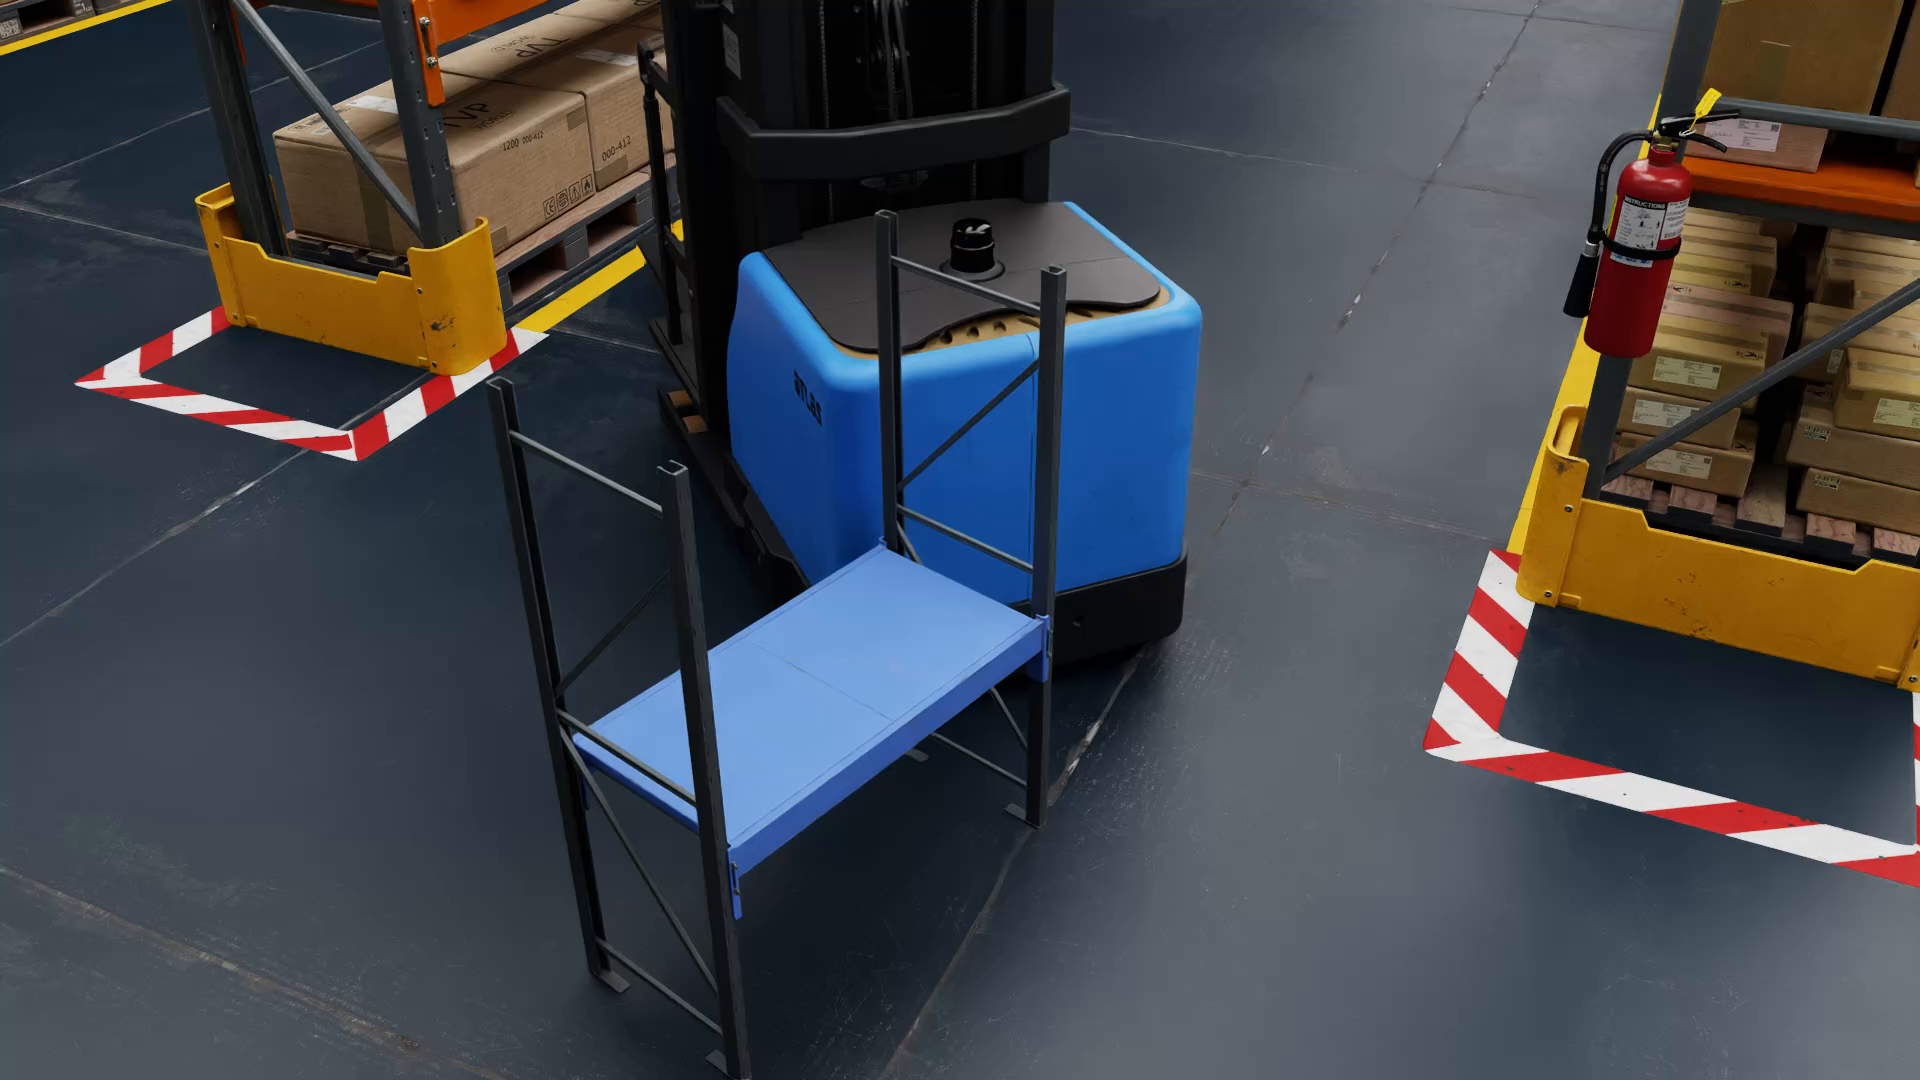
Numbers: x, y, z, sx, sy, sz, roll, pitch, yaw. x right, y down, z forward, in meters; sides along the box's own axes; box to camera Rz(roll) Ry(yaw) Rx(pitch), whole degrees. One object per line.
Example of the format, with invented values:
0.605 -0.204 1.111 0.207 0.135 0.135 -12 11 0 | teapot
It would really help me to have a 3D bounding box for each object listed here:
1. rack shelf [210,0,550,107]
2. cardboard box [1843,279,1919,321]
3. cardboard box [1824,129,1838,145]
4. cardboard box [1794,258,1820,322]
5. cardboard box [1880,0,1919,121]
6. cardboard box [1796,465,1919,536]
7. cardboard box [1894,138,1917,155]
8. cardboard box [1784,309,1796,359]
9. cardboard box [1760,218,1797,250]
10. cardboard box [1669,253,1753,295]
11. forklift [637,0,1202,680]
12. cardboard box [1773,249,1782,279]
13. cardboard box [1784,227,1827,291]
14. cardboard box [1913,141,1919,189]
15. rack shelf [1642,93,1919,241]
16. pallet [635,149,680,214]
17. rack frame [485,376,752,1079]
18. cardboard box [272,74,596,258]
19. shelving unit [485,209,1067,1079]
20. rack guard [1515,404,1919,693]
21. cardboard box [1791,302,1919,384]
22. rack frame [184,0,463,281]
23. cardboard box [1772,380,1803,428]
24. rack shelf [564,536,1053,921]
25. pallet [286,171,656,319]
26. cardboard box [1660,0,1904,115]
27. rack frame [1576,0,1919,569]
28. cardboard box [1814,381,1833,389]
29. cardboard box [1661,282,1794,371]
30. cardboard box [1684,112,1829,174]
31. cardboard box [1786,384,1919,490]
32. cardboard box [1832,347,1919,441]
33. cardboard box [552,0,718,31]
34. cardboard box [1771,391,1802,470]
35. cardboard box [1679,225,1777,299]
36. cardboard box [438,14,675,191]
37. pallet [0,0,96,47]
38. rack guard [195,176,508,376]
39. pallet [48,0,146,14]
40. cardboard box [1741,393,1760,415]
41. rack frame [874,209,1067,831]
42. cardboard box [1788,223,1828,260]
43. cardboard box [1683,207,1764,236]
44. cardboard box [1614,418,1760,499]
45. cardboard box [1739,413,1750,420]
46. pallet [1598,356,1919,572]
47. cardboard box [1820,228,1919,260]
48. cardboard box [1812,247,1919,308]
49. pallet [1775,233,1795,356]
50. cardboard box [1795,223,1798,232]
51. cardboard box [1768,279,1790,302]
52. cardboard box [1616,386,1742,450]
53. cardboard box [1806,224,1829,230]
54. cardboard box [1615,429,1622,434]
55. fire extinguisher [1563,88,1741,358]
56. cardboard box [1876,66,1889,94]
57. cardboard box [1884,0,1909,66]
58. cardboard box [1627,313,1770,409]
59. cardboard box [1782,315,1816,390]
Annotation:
-1.474 -2.777 7.406 1.077 0.370 4.000 14 36 20 | rack shelf
2.983 -0.673 5.215 0.380 0.149 0.250 14 36 20 | cardboard box
2.245 -1.234 4.625 0.380 0.149 0.250 14 36 20 | cardboard box
3.098 -0.829 5.724 0.380 0.149 0.250 12 35 18 | cardboard box
2.666 -1.323 4.169 0.500 0.500 0.500 16 36 23 | cardboard box
2.737 -0.167 4.987 0.380 0.149 0.250 15 36 21 | cardboard box
2.730 -1.114 4.442 0.380 0.149 0.250 15 36 22 | cardboard box
3.097 -0.693 5.788 0.380 0.149 0.250 14 36 21 | cardboard box
2.808 -1.187 6.000 0.380 0.149 0.250 13 35 19 | cardboard box
2.369 -0.821 5.440 0.380 0.149 0.250 13 36 19 | cardboard box
-0.401 -1.565 4.964 1.130 2.935 3.031 -13 35 -19 | forklift
2.910 -1.061 6.349 0.380 0.149 0.250 15 36 22 | cardboard box
3.174 -0.973 5.945 0.380 0.149 0.250 16 37 23 | cardboard box
2.661 -0.978 4.234 0.380 0.149 0.250 14 36 20 | cardboard box
3.064 -1.692 5.750 1.077 0.370 4.000 14 36 20 | rack shelf
-1.536 -1.937 8.012 1.003 0.211 1.213 14 36 20 | pallet
-0.640 0.429 3.228 0.500 1.500 0.032 25 41 33 | rack frame
-2.126 -1.538 6.813 0.875 0.438 0.875 13 35 19 | cardboard box
-0.312 0.216 3.553 0.538 1.500 1.048 25 41 33 | shelving unit
2.259 0.011 4.777 1.175 0.500 0.348 14 36 20 | rack guard
2.761 -0.577 5.068 0.380 0.149 0.250 15 36 21 | cardboard box
-2.311 -2.082 5.689 1.000 3.000 0.127 14 36 20 | rack frame
2.870 -0.442 5.405 0.380 0.149 0.250 15 36 21 | cardboard box
-0.312 0.367 3.651 0.538 0.185 1.000 25 41 33 | rack shelf
-2.047 -1.332 7.089 1.003 0.211 1.213 14 36 20 | pallet
2.182 -1.446 4.357 0.500 0.500 0.500 15 36 21 | cardboard box
2.227 -0.996 4.034 1.000 3.000 0.127 14 36 20 | rack frame
2.846 -0.430 5.116 0.380 0.149 0.250 14 36 20 | cardboard box
2.376 -0.662 5.199 0.380 0.149 0.250 15 36 21 | cardboard box
2.107 -1.119 4.450 0.380 0.149 0.250 14 36 21 | cardboard box
2.680 -0.306 4.927 0.380 0.149 0.250 16 36 22 | cardboard box
2.755 -0.412 4.817 0.380 0.149 0.250 13 35 18 | cardboard box
-1.372 -2.444 8.195 0.875 0.438 0.875 13 35 19 | cardboard box
2.772 -0.317 5.214 0.380 0.149 0.250 14 36 20 | cardboard box
2.535 -0.935 5.615 0.380 0.149 0.250 13 35 19 | cardboard box
-1.750 -1.995 7.511 0.875 0.438 0.875 15 36 22 | cardboard box
-5.945 -3.093 9.775 1.003 0.211 1.213 14 36 20 | pallet
-2.321 -1.024 6.356 1.175 0.500 0.348 14 36 20 | rack guard
-5.436 -3.703 10.705 1.003 0.211 1.213 14 36 20 | pallet
2.347 -0.550 5.300 0.380 0.149 0.250 13 36 19 | cardboard box
0.015 0.003 3.878 0.500 1.500 0.032 25 41 33 | rack frame
3.296 -1.106 6.146 0.380 0.149 0.250 16 36 23 | cardboard box
2.597 -1.082 5.838 0.380 0.149 0.250 16 36 22 | cardboard box
2.258 -0.290 5.173 0.380 0.149 0.250 15 36 21 | cardboard box
2.463 -0.553 5.575 0.380 0.149 0.250 14 36 20 | cardboard box
2.631 -0.265 5.461 1.003 0.211 1.213 14 36 20 | pallet
3.136 -0.951 5.639 0.380 0.149 0.250 16 36 22 | cardboard box
3.012 -0.815 5.432 0.380 0.149 0.250 12 35 18 | cardboard box
3.143 -0.870 6.384 1.003 0.211 1.213 14 36 20 | pallet
3.589 -1.339 6.773 0.380 0.149 0.250 13 36 19 | cardboard box
2.611 -0.802 5.683 0.380 0.149 0.250 14 36 20 | cardboard box
2.189 -0.433 5.120 0.380 0.149 0.250 13 36 19 | cardboard box
3.306 -1.219 6.048 0.380 0.149 0.250 14 36 21 | cardboard box
2.274 -0.441 5.404 0.380 0.149 0.250 15 36 22 | cardboard box
1.703 -0.789 4.128 0.296 0.674 0.183 14 36 20 | fire extinguisher
2.875 -1.396 4.873 0.380 0.149 0.250 16 36 23 | cardboard box
2.867 -1.595 4.585 0.500 0.500 0.500 14 36 21 | cardboard box
2.219 -0.550 5.028 0.380 0.149 0.250 15 36 21 | cardboard box
2.868 -0.572 5.332 0.380 0.149 0.250 15 36 21 | cardboard box
